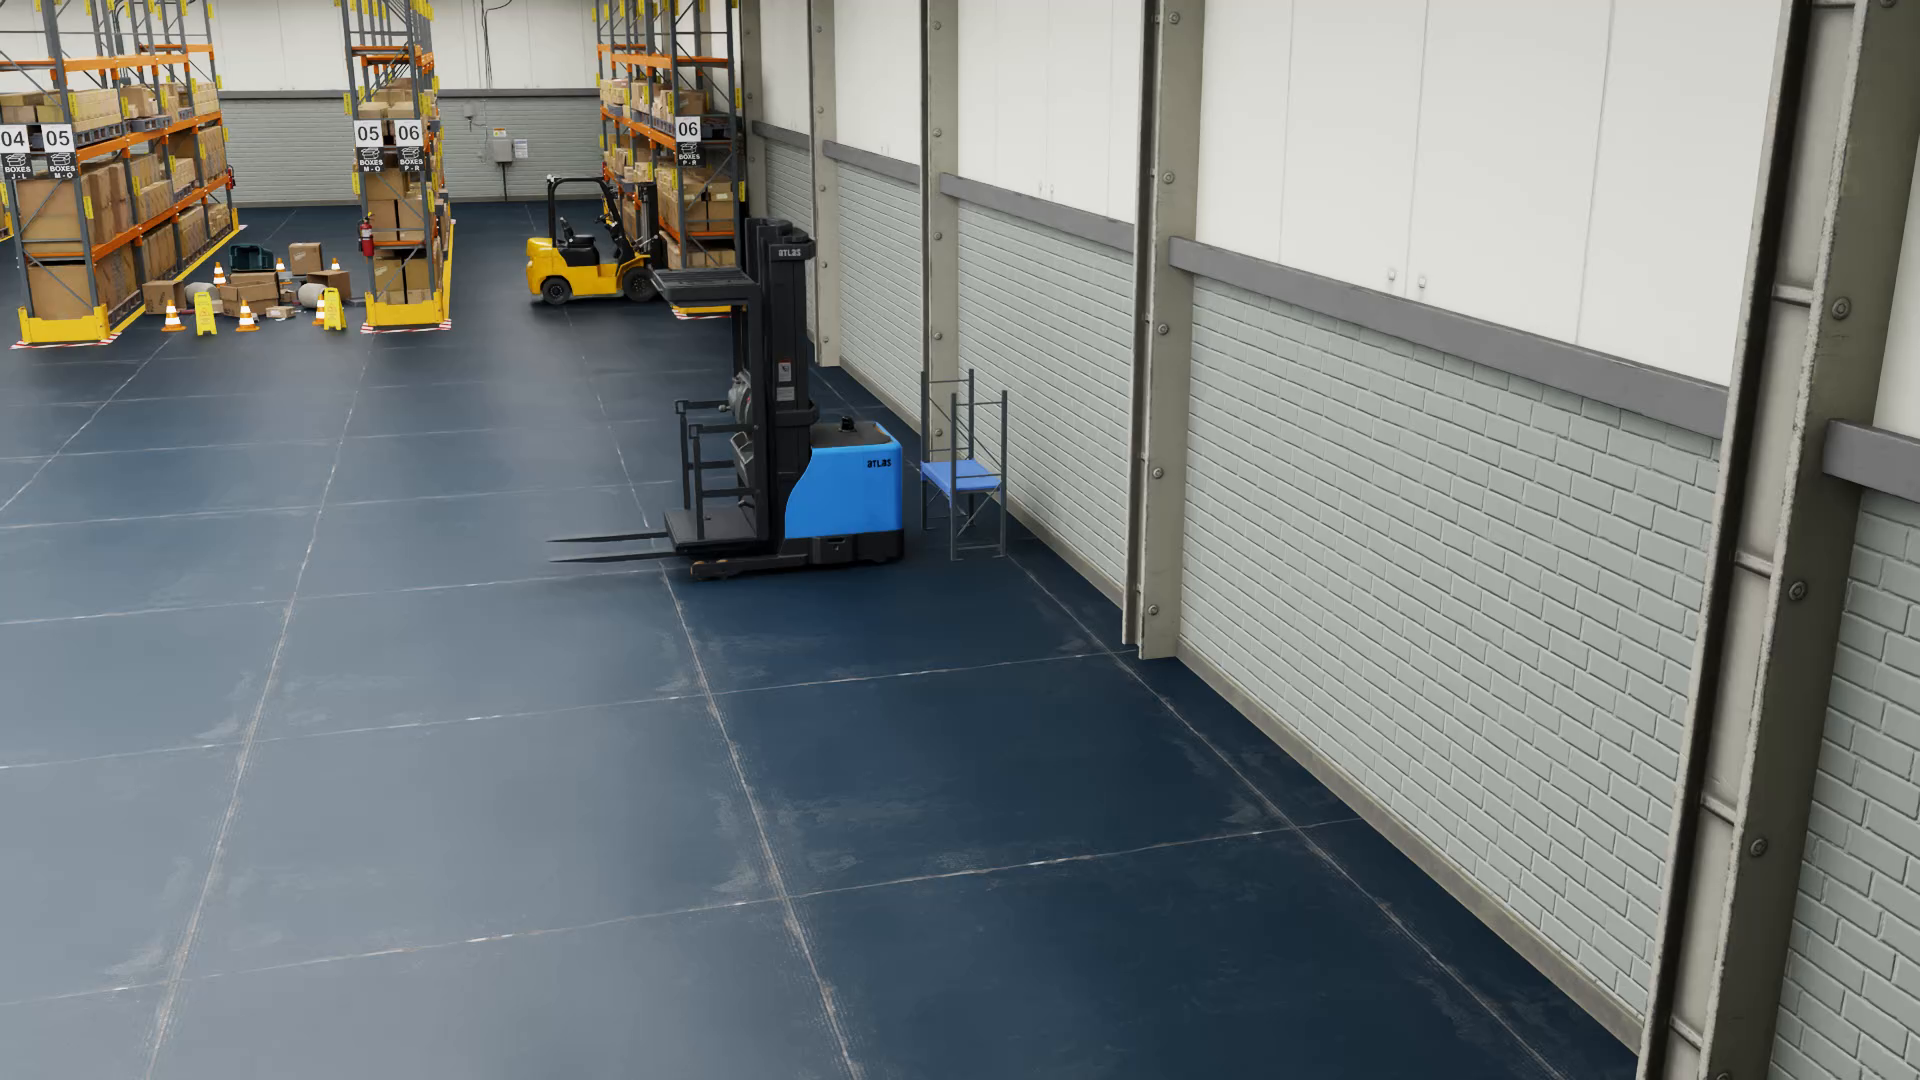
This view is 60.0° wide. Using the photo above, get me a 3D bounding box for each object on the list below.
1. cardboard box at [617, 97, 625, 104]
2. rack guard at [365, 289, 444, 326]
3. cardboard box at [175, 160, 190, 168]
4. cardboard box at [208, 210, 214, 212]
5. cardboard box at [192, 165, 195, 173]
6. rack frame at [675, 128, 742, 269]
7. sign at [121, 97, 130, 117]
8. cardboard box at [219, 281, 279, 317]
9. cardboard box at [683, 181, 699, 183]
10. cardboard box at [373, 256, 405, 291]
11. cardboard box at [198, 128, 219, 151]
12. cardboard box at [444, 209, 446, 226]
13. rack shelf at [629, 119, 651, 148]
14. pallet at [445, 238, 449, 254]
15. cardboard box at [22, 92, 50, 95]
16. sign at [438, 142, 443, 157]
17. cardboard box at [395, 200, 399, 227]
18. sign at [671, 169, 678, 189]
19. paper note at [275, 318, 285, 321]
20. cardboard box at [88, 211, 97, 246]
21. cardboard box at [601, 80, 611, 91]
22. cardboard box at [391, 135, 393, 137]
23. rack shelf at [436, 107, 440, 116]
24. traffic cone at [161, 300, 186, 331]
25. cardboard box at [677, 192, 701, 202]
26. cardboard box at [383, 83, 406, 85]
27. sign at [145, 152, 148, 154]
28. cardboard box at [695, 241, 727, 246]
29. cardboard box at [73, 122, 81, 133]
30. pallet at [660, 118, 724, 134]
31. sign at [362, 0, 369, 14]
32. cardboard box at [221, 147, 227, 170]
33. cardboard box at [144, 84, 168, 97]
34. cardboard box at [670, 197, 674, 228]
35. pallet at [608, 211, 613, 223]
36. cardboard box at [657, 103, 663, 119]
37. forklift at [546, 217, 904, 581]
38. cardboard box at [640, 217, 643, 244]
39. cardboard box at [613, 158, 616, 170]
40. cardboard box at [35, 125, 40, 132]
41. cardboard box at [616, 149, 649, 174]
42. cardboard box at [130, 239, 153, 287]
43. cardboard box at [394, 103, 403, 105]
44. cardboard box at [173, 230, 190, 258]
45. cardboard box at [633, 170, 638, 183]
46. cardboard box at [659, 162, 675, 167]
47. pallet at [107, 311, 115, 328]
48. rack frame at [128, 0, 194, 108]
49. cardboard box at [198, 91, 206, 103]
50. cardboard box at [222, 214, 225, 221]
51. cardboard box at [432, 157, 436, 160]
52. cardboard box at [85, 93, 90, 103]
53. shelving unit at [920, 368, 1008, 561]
[{"bbox_3d":[-7.338,-9.680,36.582,0.380,0.149,0.250,-4,17,-14],"label":"cardboard box"},{"bbox_3d":[-8.979,-3.764,26.910,1.175,0.500,0.348,-5,17,-15],"label":"rack guard"},{"bbox_3d":[-16.546,-7.964,35.221,0.380,0.149,0.250,-5,18,-17],"label":"cardboard box"},{"bbox_3d":[-17.258,-7.435,37.979,0.380,0.149,0.250,-5,18,-18],"label":"cardboard box"},{"bbox_3d":[-16.689,-7.969,35.753,0.380,0.149,0.250,-4,17,-14],"label":"cardboard box"},{"bbox_3d":[-4.187,-5.333,27.790,1.000,3.000,0.127,-5,17,-15],"label":"rack frame"},{"bbox_3d":[-14.256,-7.393,28.398,0.100,0.325,0.005,-5,17,-15],"label":"sign"},{"bbox_3d":[-11.875,-4.030,27.791,0.637,0.503,0.797,11,20,32],"label":"cardboard box"},{"bbox_3d":[-4.586,-5.982,28.133,0.380,0.149,0.250,-5,17,-15],"label":"cardboard box"},{"bbox_3d":[-9.429,-4.384,27.377,0.500,0.500,0.500,-5,17,-15],"label":"cardboard box"},{"bbox_3d":[-17.432,-9.225,38.318,0.500,0.500,0.500,-4,17,-12],"label":"cardboard box"},{"bbox_3d":[-12.009,-7.277,37.226,0.875,0.875,0.875,-4,17,-14],"label":"cardboard box"},{"bbox_3d":[-5.836,-8.085,32.988,1.077,0.370,4.000,-5,17,-15],"label":"rack shelf"},{"bbox_3d":[-11.633,-6.378,36.116,1.003,0.211,1.213,-5,17,-15],"label":"pallet"},{"bbox_3d":[-14.528,-6.956,26.125,0.380,0.149,0.250,-5,17,-15],"label":"cardboard box"},{"bbox_3d":[-11.737,-8.821,37.527,0.100,0.325,0.005,-5,17,-15],"label":"sign"},{"bbox_3d":[-9.506,-5.397,27.313,0.500,0.500,0.500,-5,17,-15],"label":"cardboard box"},{"bbox_3d":[-4.713,-5.962,27.460,0.100,0.325,0.005,-5,17,-15],"label":"sign"},{"bbox_3d":[-11.132,-3.622,27.254,0.148,0.019,0.142,-12,20,-34],"label":"paper note"},{"bbox_3d":[-14.008,-4.842,25.894,0.875,0.550,0.550,-5,17,-15],"label":"cardboard box"},{"bbox_3d":[-8.582,-11.221,41.051,0.500,0.250,0.500,-5,17,-16],"label":"cardboard box"},{"bbox_3d":[-9.922,-6.973,28.472,0.380,0.149,0.250,-5,18,-17],"label":"cardboard box"},{"bbox_3d":[-12.806,-9.904,39.044,1.077,0.370,4.000,-5,17,-15],"label":"rack shelf"},{"bbox_3d":[-12.471,-3.565,26.312,0.336,0.463,0.334,-5,17,-15],"label":"traffic cone"},{"bbox_3d":[-4.552,-5.765,27.928,0.380,0.149,0.250,-4,17,-14],"label":"cardboard box"},{"bbox_3d":[-12.293,-9.678,36.137,0.500,0.500,0.500,-5,17,-16],"label":"cardboard box"},{"bbox_3d":[-17.508,-8.209,35.860,0.100,0.325,0.005,-5,17,-15],"label":"sign"},{"bbox_3d":[-4.405,-5.121,29.397,0.500,0.250,0.500,-5,17,-16],"label":"cardboard box"},{"bbox_3d":[-13.476,-6.206,25.015,0.380,0.149,0.250,-5,17,-15],"label":"cardboard box"},{"bbox_3d":[-4.695,-7.263,29.155,1.003,0.211,1.213,-5,17,-15],"label":"pallet"},{"bbox_3d":[-11.690,-10.504,32.678,0.100,0.325,0.005,-5,17,-15],"label":"sign"},{"bbox_3d":[-17.716,-9.033,39.415,0.500,0.500,0.500,-4,17,-14],"label":"cardboard box"},{"bbox_3d":[-15.985,-8.928,33.040,0.396,0.266,0.258,-5,17,-15],"label":"cardboard box"},{"bbox_3d":[-4.708,-5.641,28.640,0.500,0.500,0.500,-4,17,-14],"label":"cardboard box"},{"bbox_3d":[-8.343,-8.182,42.121,1.003,0.211,1.213,-5,17,-15],"label":"pallet"},{"bbox_3d":[-5.170,-7.626,29.540,0.396,0.266,0.258,-5,17,-17],"label":"cardboard box"},{"bbox_3d":[-2.063,-1.224,14.230,3.031,2.935,1.130,-5,17,-15],"label":"forklift"},{"bbox_3d":[-6.227,-6.436,34.861,0.875,0.625,0.625,-4,17,-13],"label":"cardboard box"},{"bbox_3d":[-8.011,-8.982,39.682,0.500,0.250,0.500,-5,17,-15],"label":"cardboard box"},{"bbox_3d":[-14.247,-6.292,25.300,0.380,0.149,0.250,-4,17,-14],"label":"cardboard box"},{"bbox_3d":[-7.425,-8.607,37.785,0.700,0.500,0.500,-5,17,-15],"label":"cardboard box"},{"bbox_3d":[-15.047,-4.915,29.579,1.050,0.750,0.750,-5,17,-16],"label":"cardboard box"},{"bbox_3d":[-9.630,-7.529,28.937,0.380,0.149,0.250,-4,17,-14],"label":"cardboard box"},{"bbox_3d":[-15.838,-5.953,33.469,0.500,0.500,0.500,-5,18,-18],"label":"cardboard box"},{"bbox_3d":[-6.523,-7.570,34.627,0.500,0.250,0.500,-5,17,-15],"label":"cardboard box"},{"bbox_3d":[-6.102,-7.831,34.803,0.380,0.149,0.250,-4,17,-13],"label":"cardboard box"},{"bbox_3d":[-13.985,-3.400,26.202,1.003,0.211,1.213,-5,17,-15],"label":"pallet"},{"bbox_3d":[-16.988,-10.713,35.272,1.000,3.000,0.127,-5,17,-15],"label":"rack frame"},{"bbox_3d":[-17.147,-9.874,37.086,0.500,0.250,0.500,-4,17,-14],"label":"cardboard box"},{"bbox_3d":[-17.369,-7.515,38.763,0.380,0.149,0.250,-4,17,-14],"label":"cardboard box"},{"bbox_3d":[-10.612,-7.298,32.911,0.500,0.500,0.500,-5,17,-16],"label":"cardboard box"},{"bbox_3d":[-13.754,-6.866,25.827,0.380,0.149,0.250,-5,17,-16],"label":"cardboard box"},{"bbox_3d":[0.023,-0.695,14.956,0.538,1.500,1.048,-5,17,-15],"label":"shelving unit"}]
